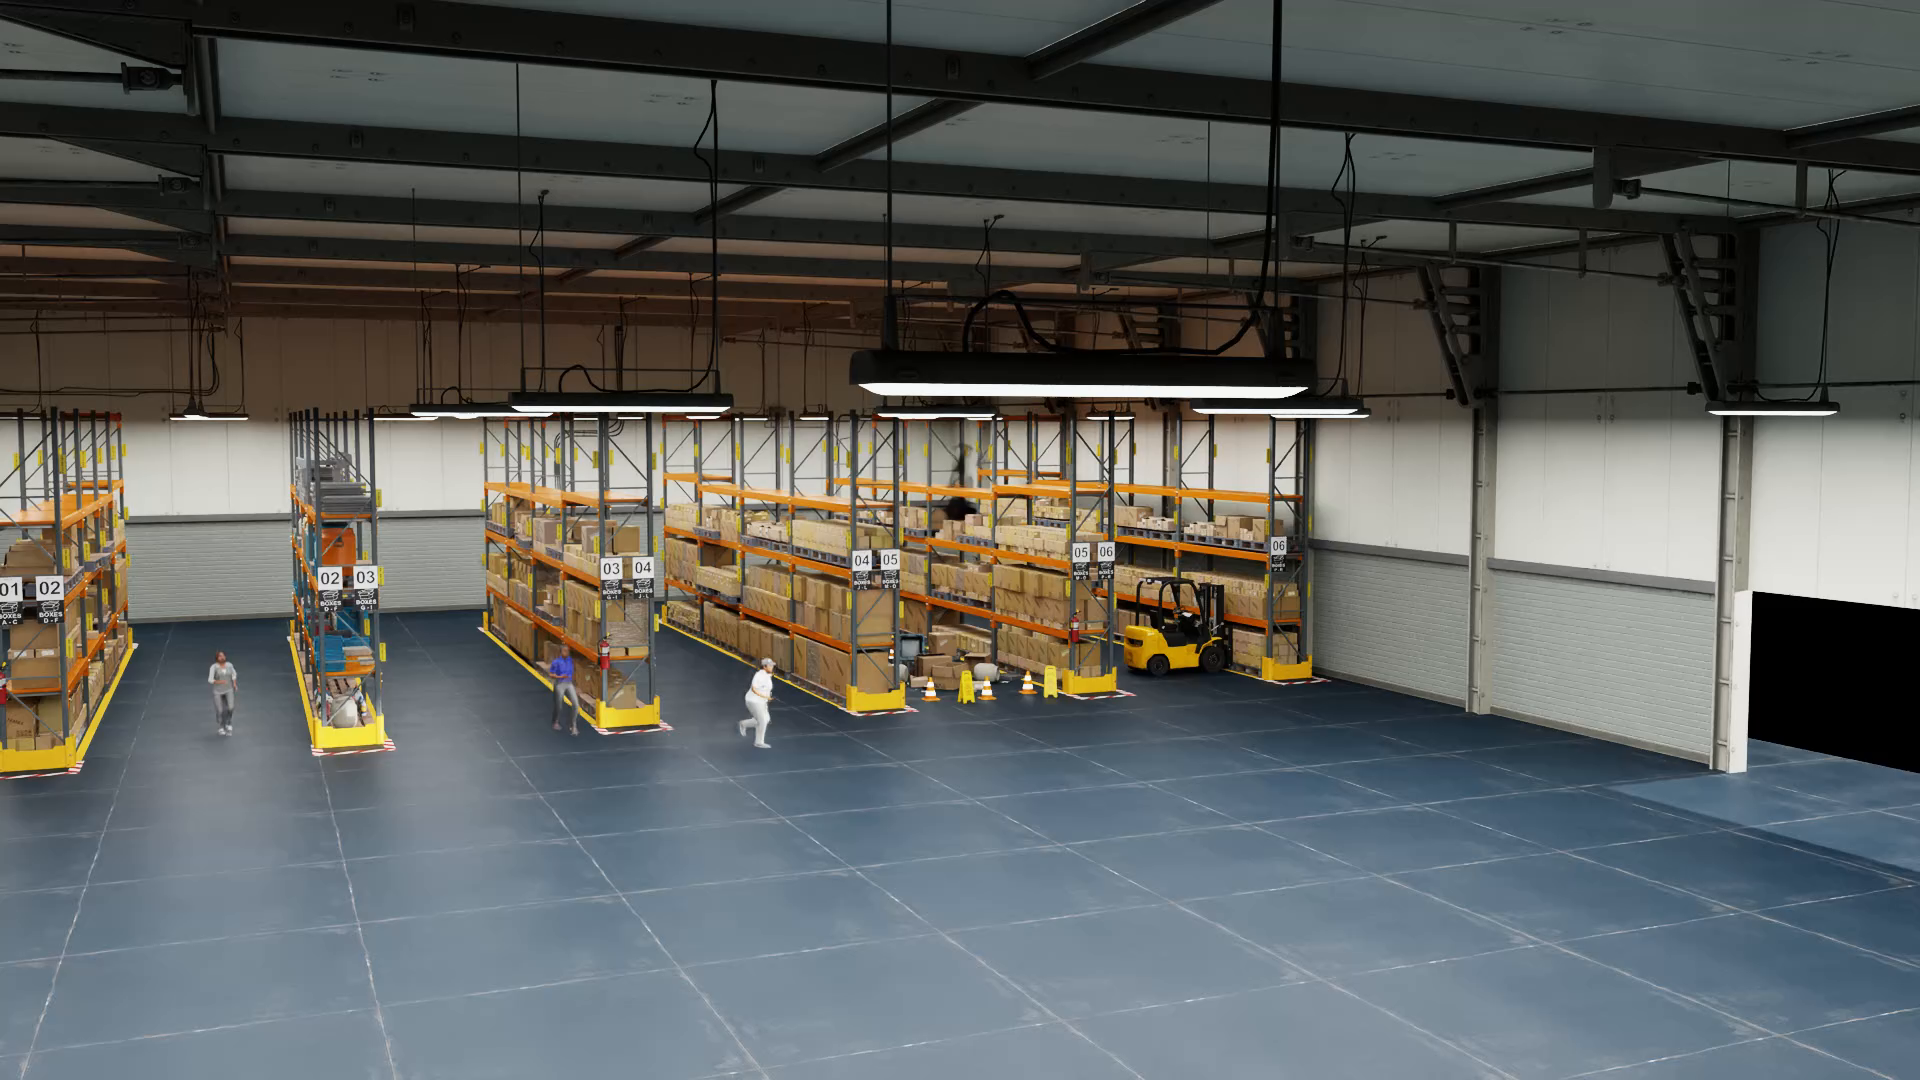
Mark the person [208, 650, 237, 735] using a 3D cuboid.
[{"bbox_3d":[-13.432,2.793,30.342,0.510,1.570,0.636,-3,5,-33],"label":"person"}]

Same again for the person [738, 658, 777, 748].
[{"bbox_3d":[-3.594,2.881,29.402,0.759,1.612,0.572,1,4,18],"label":"person"}]

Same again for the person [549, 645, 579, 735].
[{"bbox_3d":[-7.328,2.767,30.714,0.591,1.689,0.775,-3,5,-39],"label":"person"}]
